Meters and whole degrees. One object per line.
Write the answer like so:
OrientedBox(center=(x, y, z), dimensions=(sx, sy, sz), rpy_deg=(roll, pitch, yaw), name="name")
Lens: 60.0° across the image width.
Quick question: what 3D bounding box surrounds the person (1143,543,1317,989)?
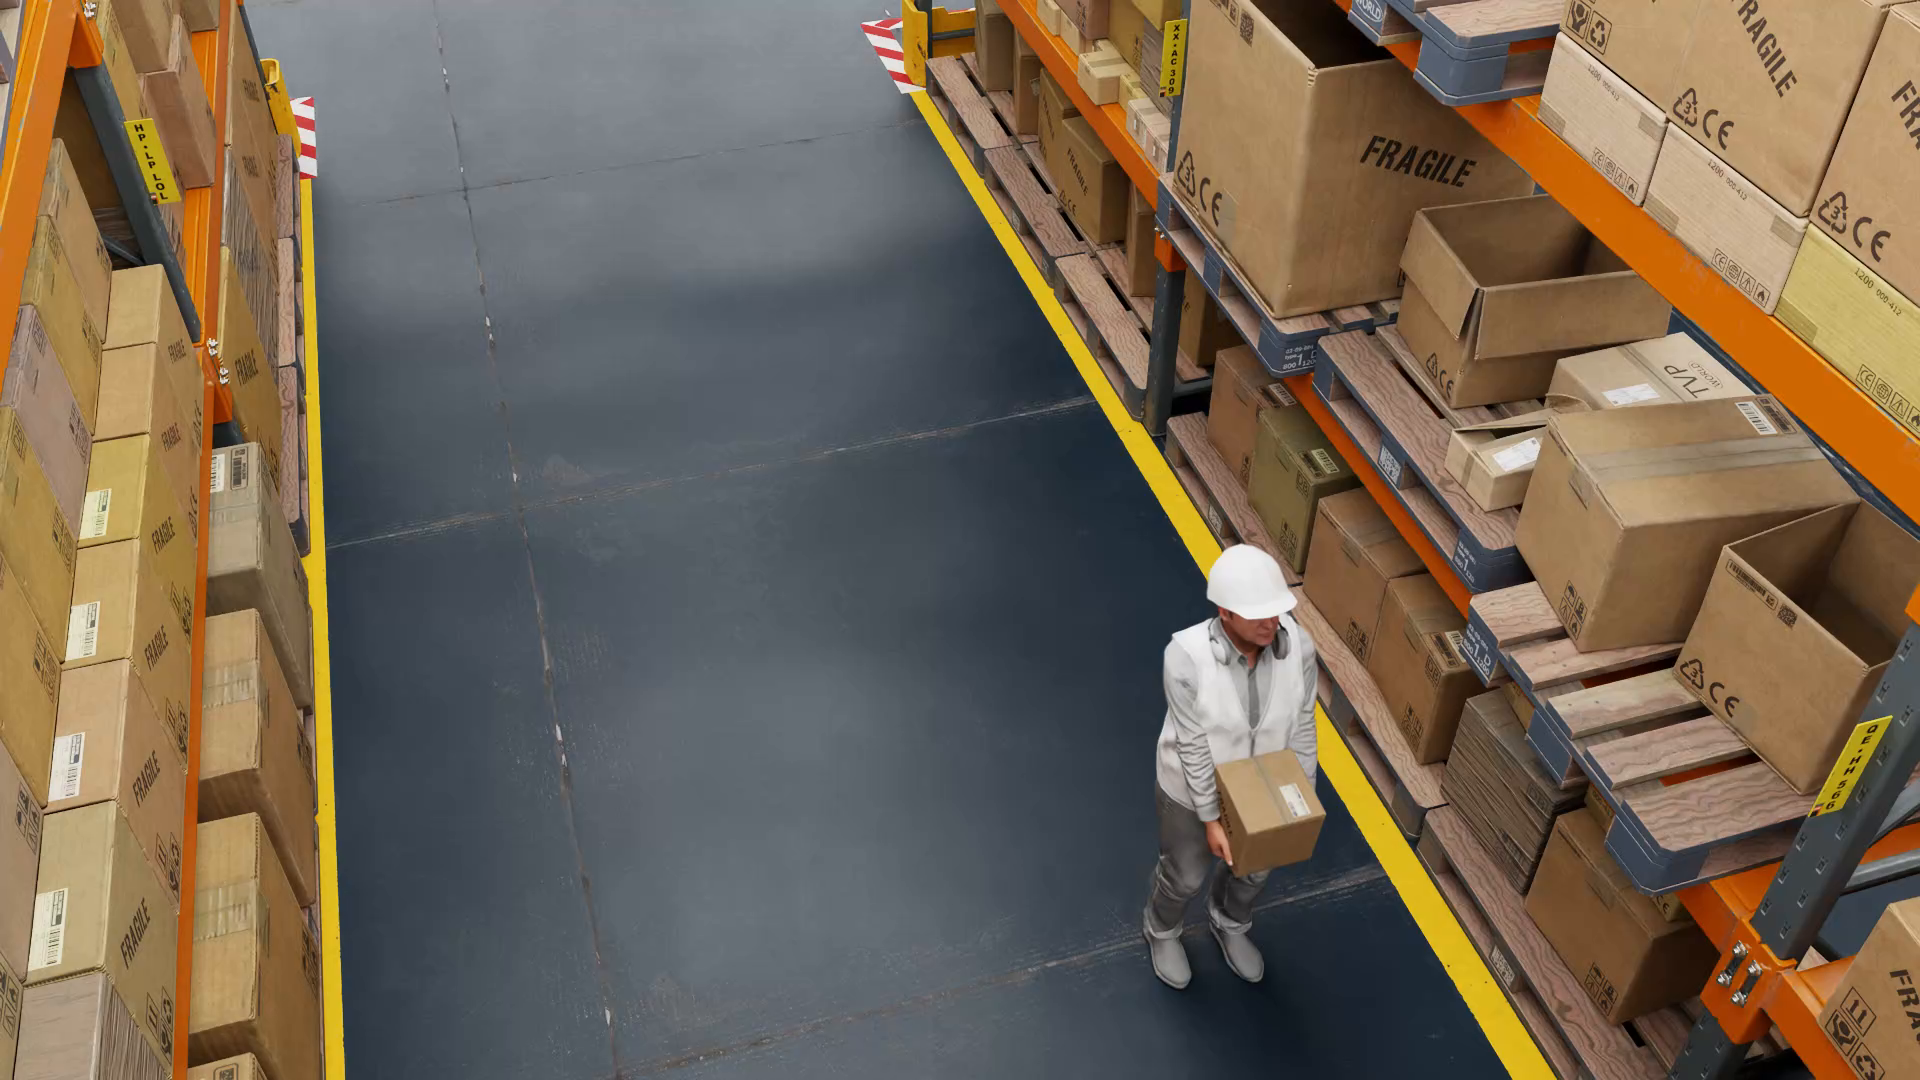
OrientedBox(center=(0.878, 0.799, 5.258), dimensions=(0.494, 1.763, 0.556), rpy_deg=(-12, 43, -13), name="person")
